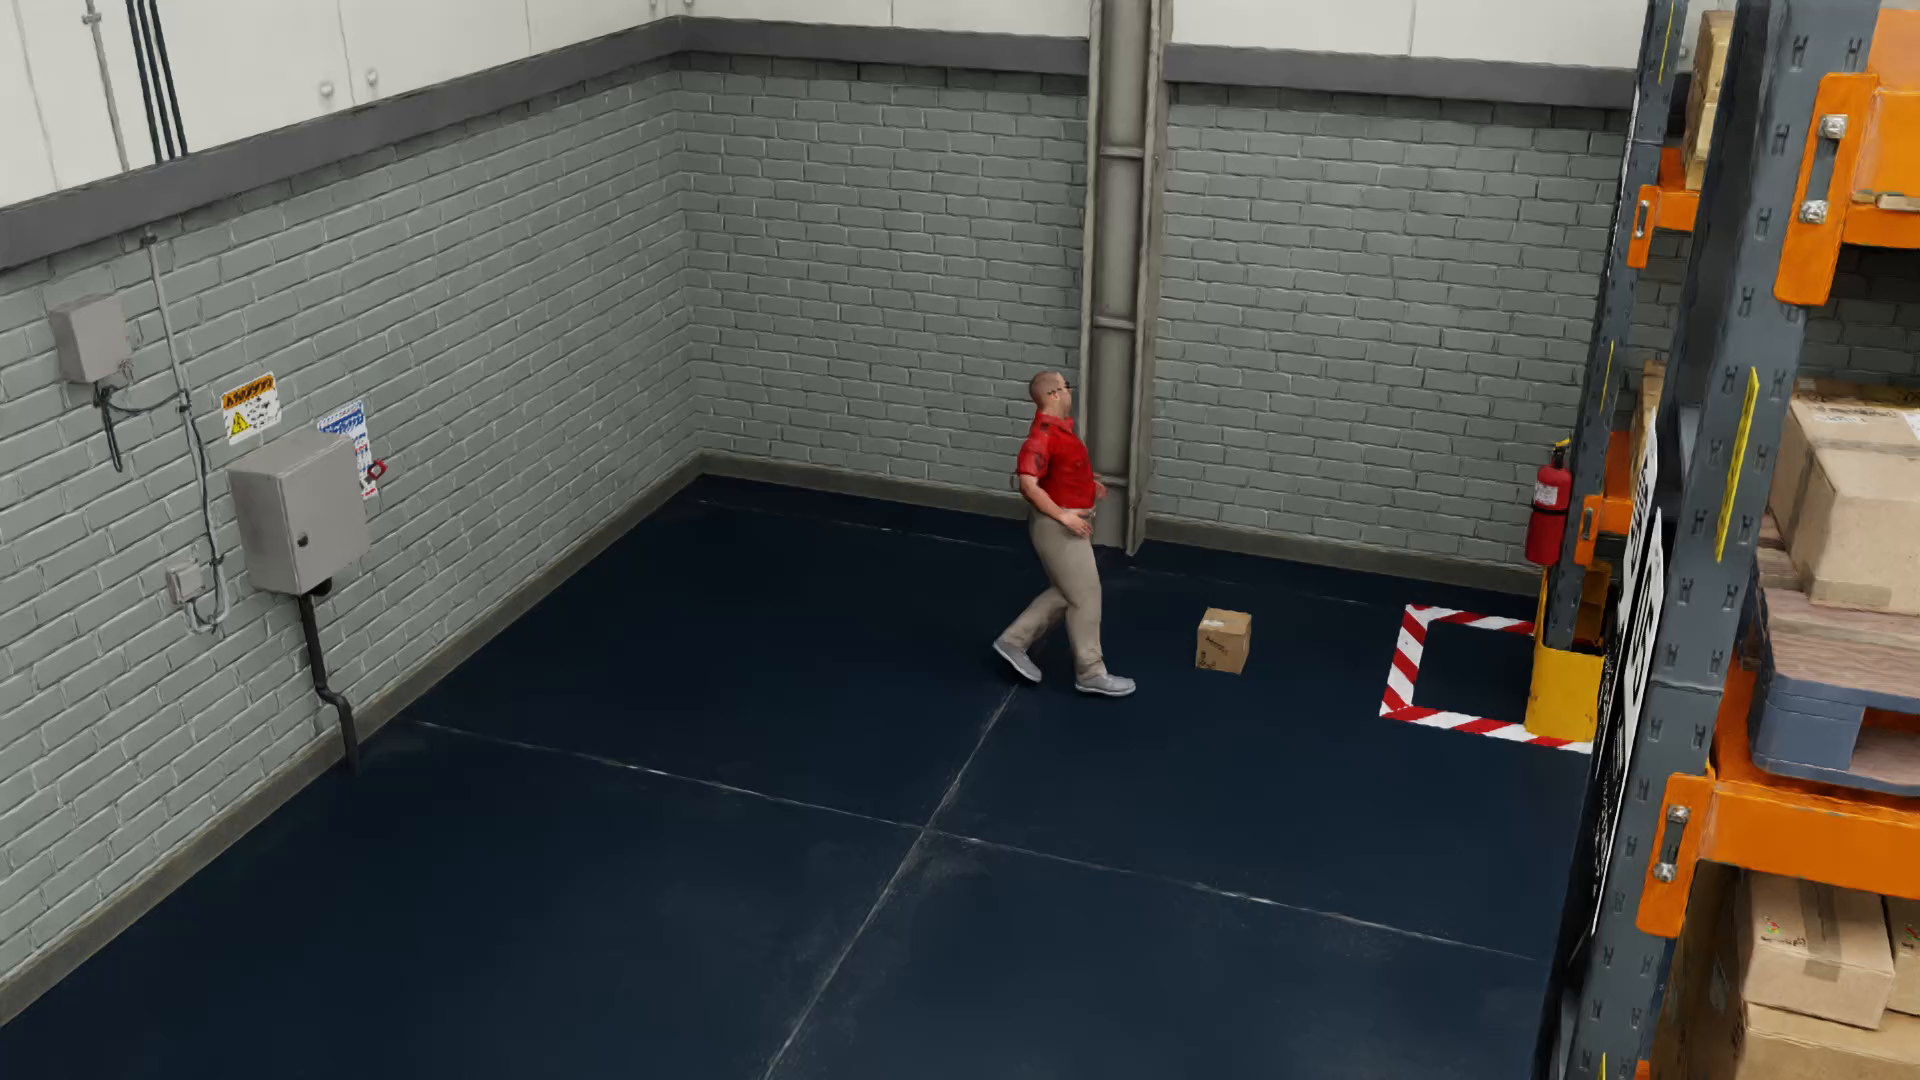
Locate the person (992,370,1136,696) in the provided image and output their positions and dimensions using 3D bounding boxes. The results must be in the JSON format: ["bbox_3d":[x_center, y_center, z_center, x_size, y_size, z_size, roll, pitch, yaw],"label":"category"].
[{"bbox_3d":[0.567,-0.067,8.790,0.743,1.680,0.684,0,26,-1],"label":"person"}]
